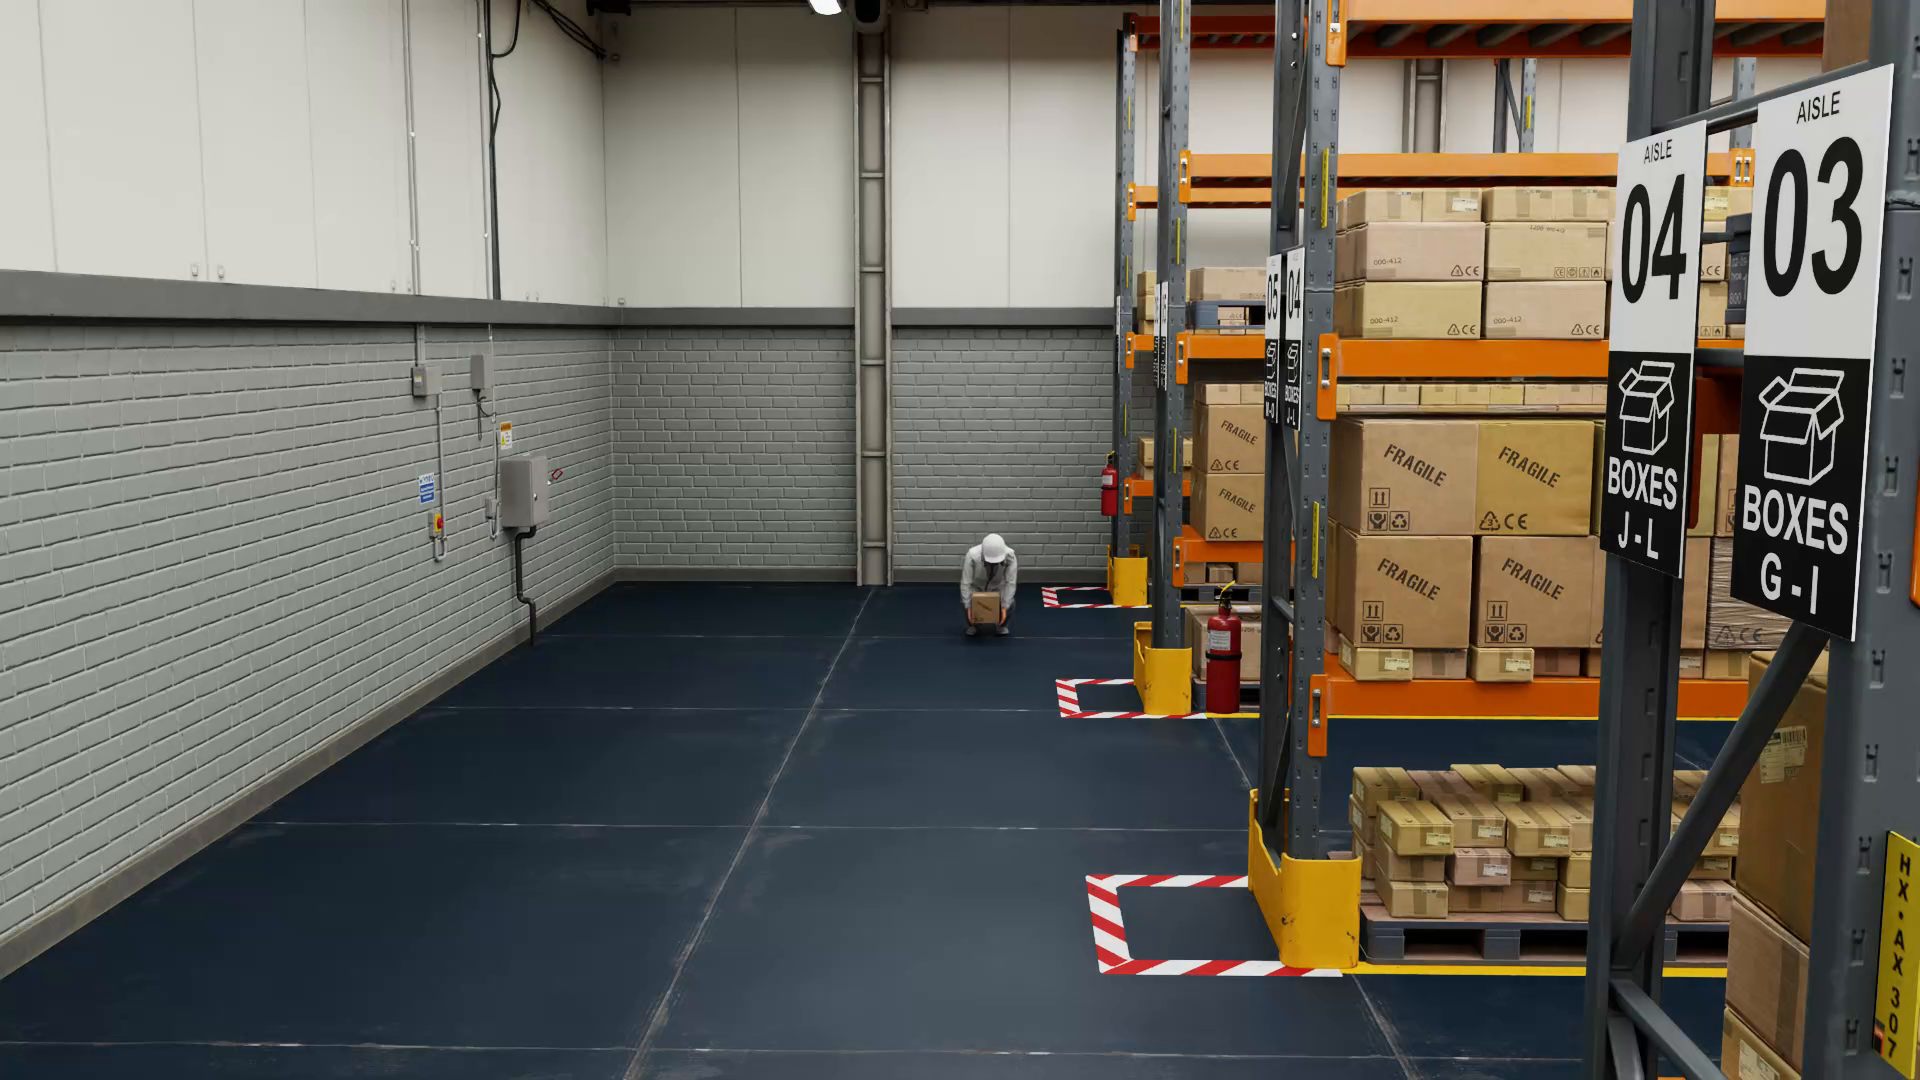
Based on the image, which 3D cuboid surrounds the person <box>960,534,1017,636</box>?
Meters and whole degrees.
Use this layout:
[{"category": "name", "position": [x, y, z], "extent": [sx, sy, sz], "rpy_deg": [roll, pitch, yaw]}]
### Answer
[{"category": "person", "position": [0.267, 0.405, 15.556], "extent": [0.532, 1.006, 0.867], "rpy_deg": [0, 7, 1]}]
